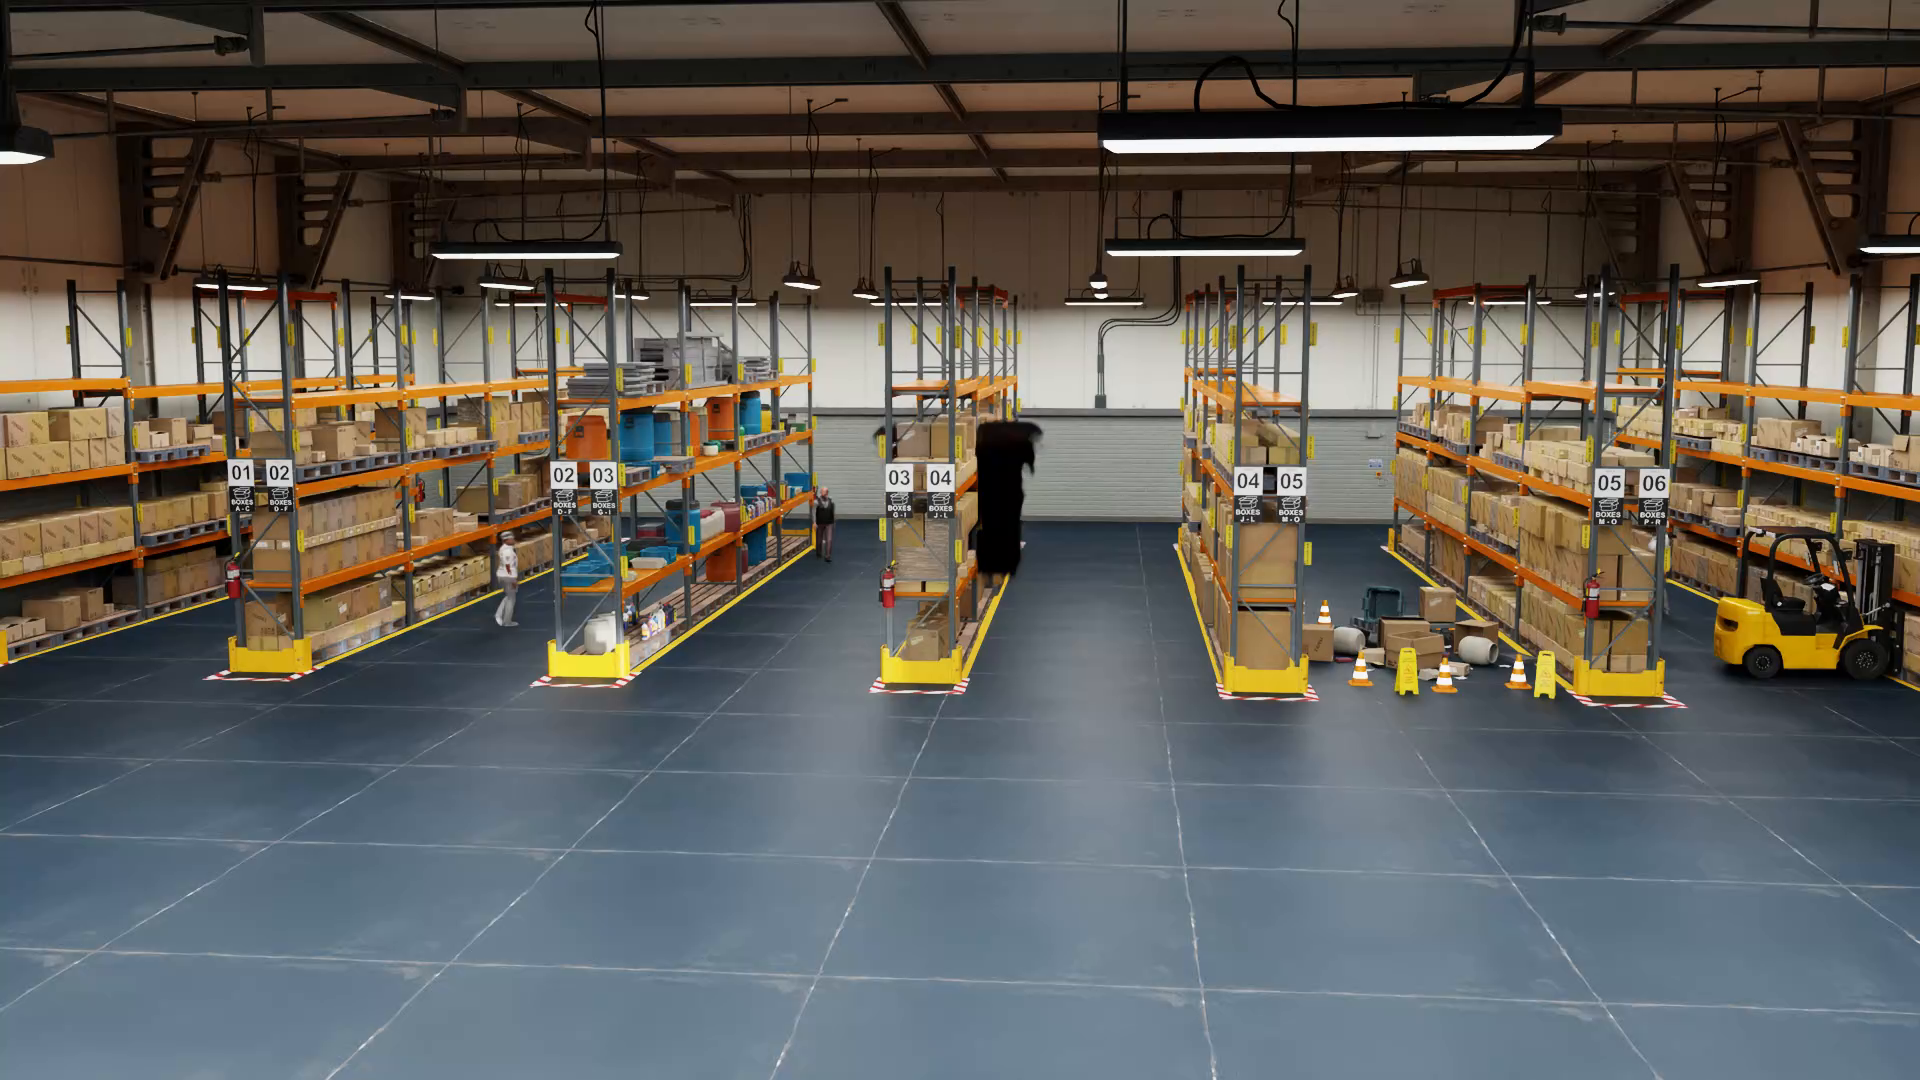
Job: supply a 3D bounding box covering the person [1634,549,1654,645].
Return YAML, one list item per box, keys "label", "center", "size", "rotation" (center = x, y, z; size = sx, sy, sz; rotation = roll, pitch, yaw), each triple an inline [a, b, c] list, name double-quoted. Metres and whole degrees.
- label: "person"
  center: [11.178, 0.922, 27.146]
  size: [0.454, 1.586, 0.590]
  rotation: [-5, 9, -37]

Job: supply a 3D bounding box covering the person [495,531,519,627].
- label: "person"
  center: [-7.819, 0.667, 28.786]
  size: [0.451, 1.681, 0.432]
  rotation: [6, 9, 40]

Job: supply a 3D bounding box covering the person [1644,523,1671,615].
- label: "person"
  center: [12.627, 0.482, 30.064]
  size: [0.429, 1.779, 0.554]
  rotation: [4, 8, 30]

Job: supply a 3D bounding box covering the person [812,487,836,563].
- label: "person"
  center: [-3.049, -0.348, 37.230]
  size: [0.550, 1.687, 0.932]
  rotation: [-1, 7, -7]
